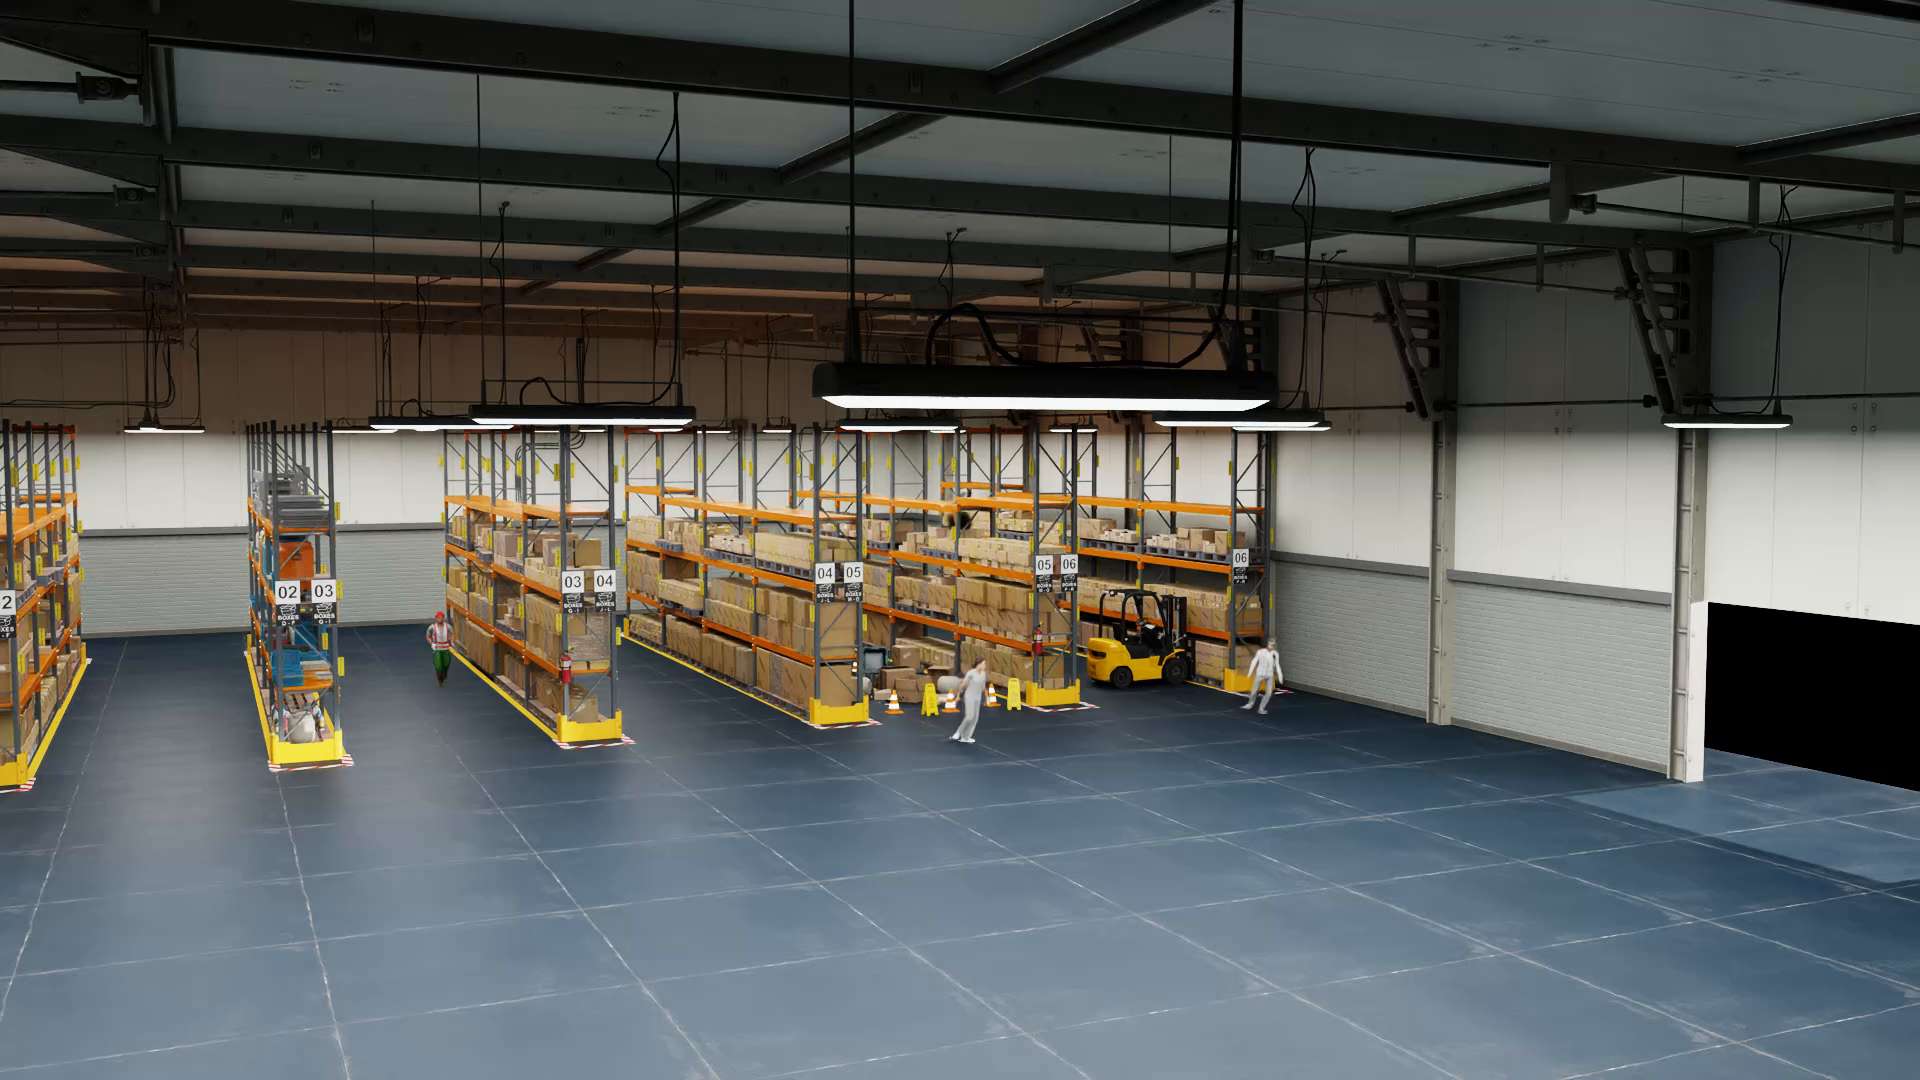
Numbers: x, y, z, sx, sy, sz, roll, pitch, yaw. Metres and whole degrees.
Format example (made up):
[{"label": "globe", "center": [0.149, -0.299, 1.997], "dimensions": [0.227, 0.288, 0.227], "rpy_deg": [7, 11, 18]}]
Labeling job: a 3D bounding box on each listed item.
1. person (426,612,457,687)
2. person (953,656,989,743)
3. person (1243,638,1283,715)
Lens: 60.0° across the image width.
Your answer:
[{"label": "person", "center": [-11.843, 2.489, 37.967], "dimensions": [0.660, 1.727, 0.645], "rpy_deg": [-2, 4, -23]}, {"label": "person", "center": [0.204, 2.974, 30.997], "dimensions": [0.615, 1.636, 0.520], "rpy_deg": [-3, 5, -41]}, {"label": "person", "center": [6.231, 2.784, 34.208], "dimensions": [0.737, 1.590, 0.620], "rpy_deg": [0, 4, -3]}]
